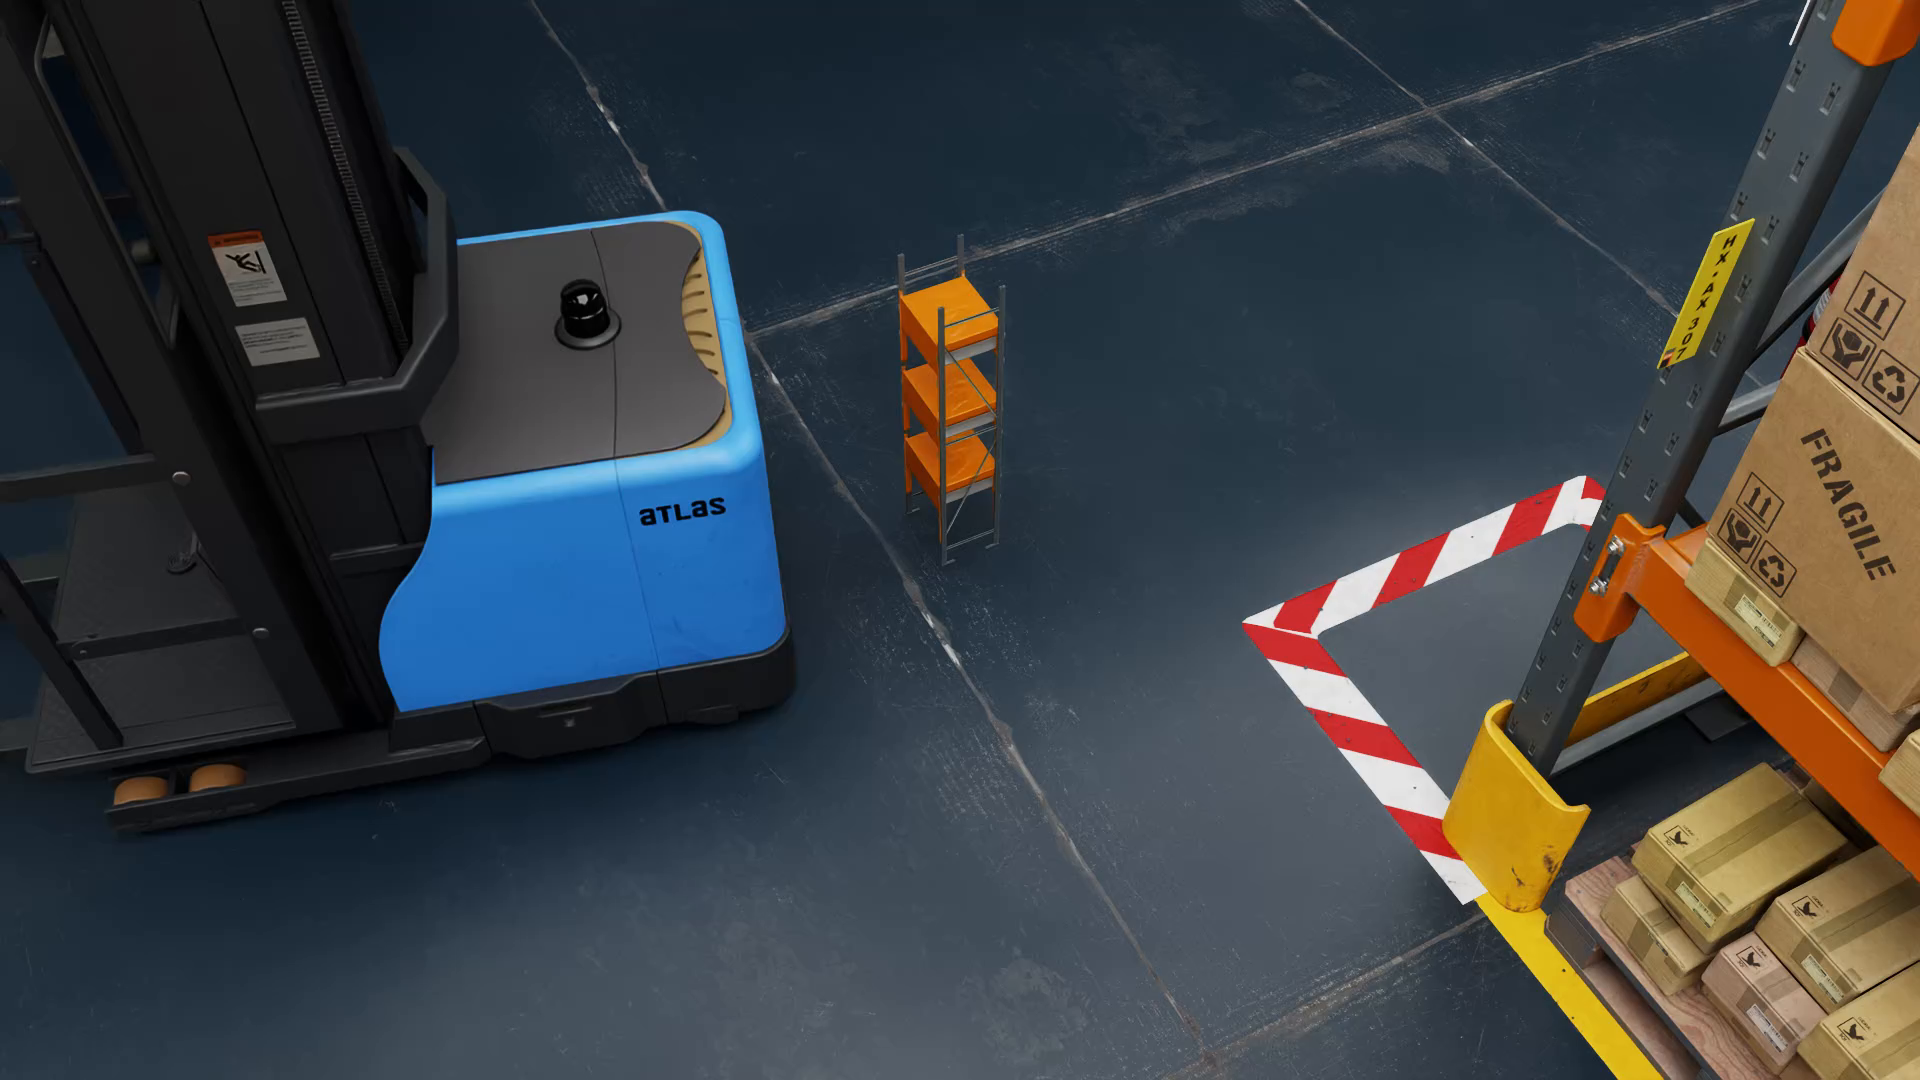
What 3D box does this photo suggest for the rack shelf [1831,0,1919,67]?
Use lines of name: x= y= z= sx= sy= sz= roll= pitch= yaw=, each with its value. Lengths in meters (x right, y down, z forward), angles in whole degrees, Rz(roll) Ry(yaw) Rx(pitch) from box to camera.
rack shelf: x=2.776 y=0.235 z=1.537 sx=1.077 sy=0.370 sz=4.000 roll=-21 pitch=52 yaw=-18

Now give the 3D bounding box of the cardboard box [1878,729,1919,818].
cardboard box: x=1.947 y=0.414 z=3.062 sx=0.380 sy=0.149 sz=0.250 roll=-23 pitch=53 yaw=-19

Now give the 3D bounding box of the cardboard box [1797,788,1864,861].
cardboard box: x=2.288 y=0.728 z=4.235 sx=0.380 sy=0.149 sz=0.250 roll=-20 pitch=52 yaw=-17

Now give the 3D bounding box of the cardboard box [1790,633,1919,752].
cardboard box: x=1.871 y=0.216 z=3.235 sx=0.380 sy=0.149 sz=0.250 roll=-19 pitch=52 yaw=-16

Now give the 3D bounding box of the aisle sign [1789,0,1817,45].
aisle sign: x=1.561 y=-1.154 z=2.540 sx=0.394 sy=0.787 sz=0.004 roll=-21 pitch=52 yaw=-18

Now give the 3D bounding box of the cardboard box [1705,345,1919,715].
cardboard box: x=1.821 y=-0.088 z=3.070 sx=0.500 sy=0.500 sz=0.500 roll=-19 pitch=51 yaw=-16

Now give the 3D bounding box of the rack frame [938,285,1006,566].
rack frame: x=0.031 y=-0.300 z=4.815 sx=0.200 sy=1.050 sz=0.008 roll=-21 pitch=52 yaw=-18

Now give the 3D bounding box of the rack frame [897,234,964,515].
rack frame: x=-0.080 y=-0.463 z=4.958 sx=0.200 sy=1.050 sz=0.008 roll=-21 pitch=52 yaw=-18

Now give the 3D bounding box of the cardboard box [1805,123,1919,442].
cardboard box: x=1.831 y=-0.421 z=2.697 sx=0.500 sy=0.500 sz=0.500 roll=-21 pitch=52 yaw=-18

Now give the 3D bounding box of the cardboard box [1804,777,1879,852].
cardboard box: x=2.357 y=0.605 z=4.146 sx=0.380 sy=0.149 sz=0.250 roll=-22 pitch=53 yaw=-18

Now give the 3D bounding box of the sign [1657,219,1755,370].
sign: x=1.379 y=-0.451 z=3.076 sx=0.100 sy=0.325 sz=0.005 roll=-21 pitch=52 yaw=-18

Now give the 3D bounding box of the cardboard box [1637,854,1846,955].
cardboard box: x=1.873 y=0.789 z=3.985 sx=0.380 sy=0.149 sz=0.250 roll=-19 pitch=52 yaw=-16

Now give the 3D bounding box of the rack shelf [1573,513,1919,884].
rack shelf: x=2.776 y=1.223 z=2.666 sx=1.077 sy=0.370 sz=4.000 roll=-21 pitch=52 yaw=-18

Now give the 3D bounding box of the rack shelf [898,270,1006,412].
rack shelf: x=-0.024 y=-0.561 z=4.681 sx=0.215 sy=0.259 sz=0.240 roll=-21 pitch=52 yaw=-18

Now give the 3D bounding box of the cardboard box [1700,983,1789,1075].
cardboard box: x=2.009 y=1.056 z=3.949 sx=0.380 sy=0.149 sz=0.250 roll=-21 pitch=52 yaw=-18

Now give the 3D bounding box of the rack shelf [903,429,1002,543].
rack shelf: x=-0.024 y=-0.192 z=5.103 sx=0.215 sy=0.259 sz=0.240 roll=-21 pitch=52 yaw=-18

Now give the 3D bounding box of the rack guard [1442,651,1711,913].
rack guard: x=1.896 y=0.521 z=4.462 sx=1.175 sy=0.500 sz=0.348 roll=-21 pitch=52 yaw=-18

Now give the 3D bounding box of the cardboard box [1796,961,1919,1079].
cardboard box: x=2.033 y=1.075 z=3.536 sx=0.380 sy=0.149 sz=0.250 roll=-21 pitch=52 yaw=-18

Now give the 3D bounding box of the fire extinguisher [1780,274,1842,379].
fire extinguisher: x=2.156 y=-0.532 z=4.022 sx=0.296 sy=0.674 sz=0.183 roll=-21 pitch=52 yaw=-18

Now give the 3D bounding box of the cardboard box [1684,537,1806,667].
cardboard box: x=1.718 y=0.060 z=3.372 sx=0.380 sy=0.149 sz=0.250 roll=-22 pitch=52 yaw=-18

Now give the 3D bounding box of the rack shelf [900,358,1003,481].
rack shelf: x=-0.024 y=-0.374 z=4.894 sx=0.215 sy=0.259 sz=0.240 roll=-21 pitch=52 yaw=-18

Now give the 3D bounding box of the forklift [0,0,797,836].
forklift: x=-2.043 y=-0.605 z=3.832 sx=3.031 sy=2.935 sz=1.130 roll=-9 pitch=49 yaw=-8

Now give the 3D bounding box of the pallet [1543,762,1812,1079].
pallet: x=2.236 y=1.172 z=4.085 sx=1.003 sy=0.211 sz=1.213 roll=-21 pitch=52 yaw=-18

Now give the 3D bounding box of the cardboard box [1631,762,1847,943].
cardboard box: x=1.799 y=0.719 z=3.848 sx=0.380 sy=0.149 sz=0.250 roll=-23 pitch=53 yaw=-19

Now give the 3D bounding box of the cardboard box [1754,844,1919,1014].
cardboard box: x=2.032 y=0.863 z=3.723 sx=0.380 sy=0.149 sz=0.250 roll=-20 pitch=52 yaw=-17

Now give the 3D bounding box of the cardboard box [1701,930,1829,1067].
cardboard box: x=1.948 y=0.992 z=3.807 sx=0.380 sy=0.149 sz=0.250 roll=-21 pitch=52 yaw=-18

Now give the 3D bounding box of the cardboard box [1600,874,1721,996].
cardboard box: x=1.816 y=0.909 z=4.078 sx=0.380 sy=0.149 sz=0.250 roll=-20 pitch=52 yaw=-17

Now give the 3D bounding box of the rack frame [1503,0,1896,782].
rack frame: x=1.861 y=-0.353 z=3.566 sx=1.000 sy=3.000 sz=0.127 roll=-21 pitch=52 yaw=-18

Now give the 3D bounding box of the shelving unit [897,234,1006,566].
shelving unit: x=-0.024 y=-0.381 z=4.886 sx=0.215 sy=1.050 sz=0.252 roll=-21 pitch=52 yaw=-18

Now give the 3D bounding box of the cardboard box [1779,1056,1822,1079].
cardboard box: x=2.129 y=1.219 z=3.806 sx=0.380 sy=0.149 sz=0.250 roll=-21 pitch=52 yaw=-17
